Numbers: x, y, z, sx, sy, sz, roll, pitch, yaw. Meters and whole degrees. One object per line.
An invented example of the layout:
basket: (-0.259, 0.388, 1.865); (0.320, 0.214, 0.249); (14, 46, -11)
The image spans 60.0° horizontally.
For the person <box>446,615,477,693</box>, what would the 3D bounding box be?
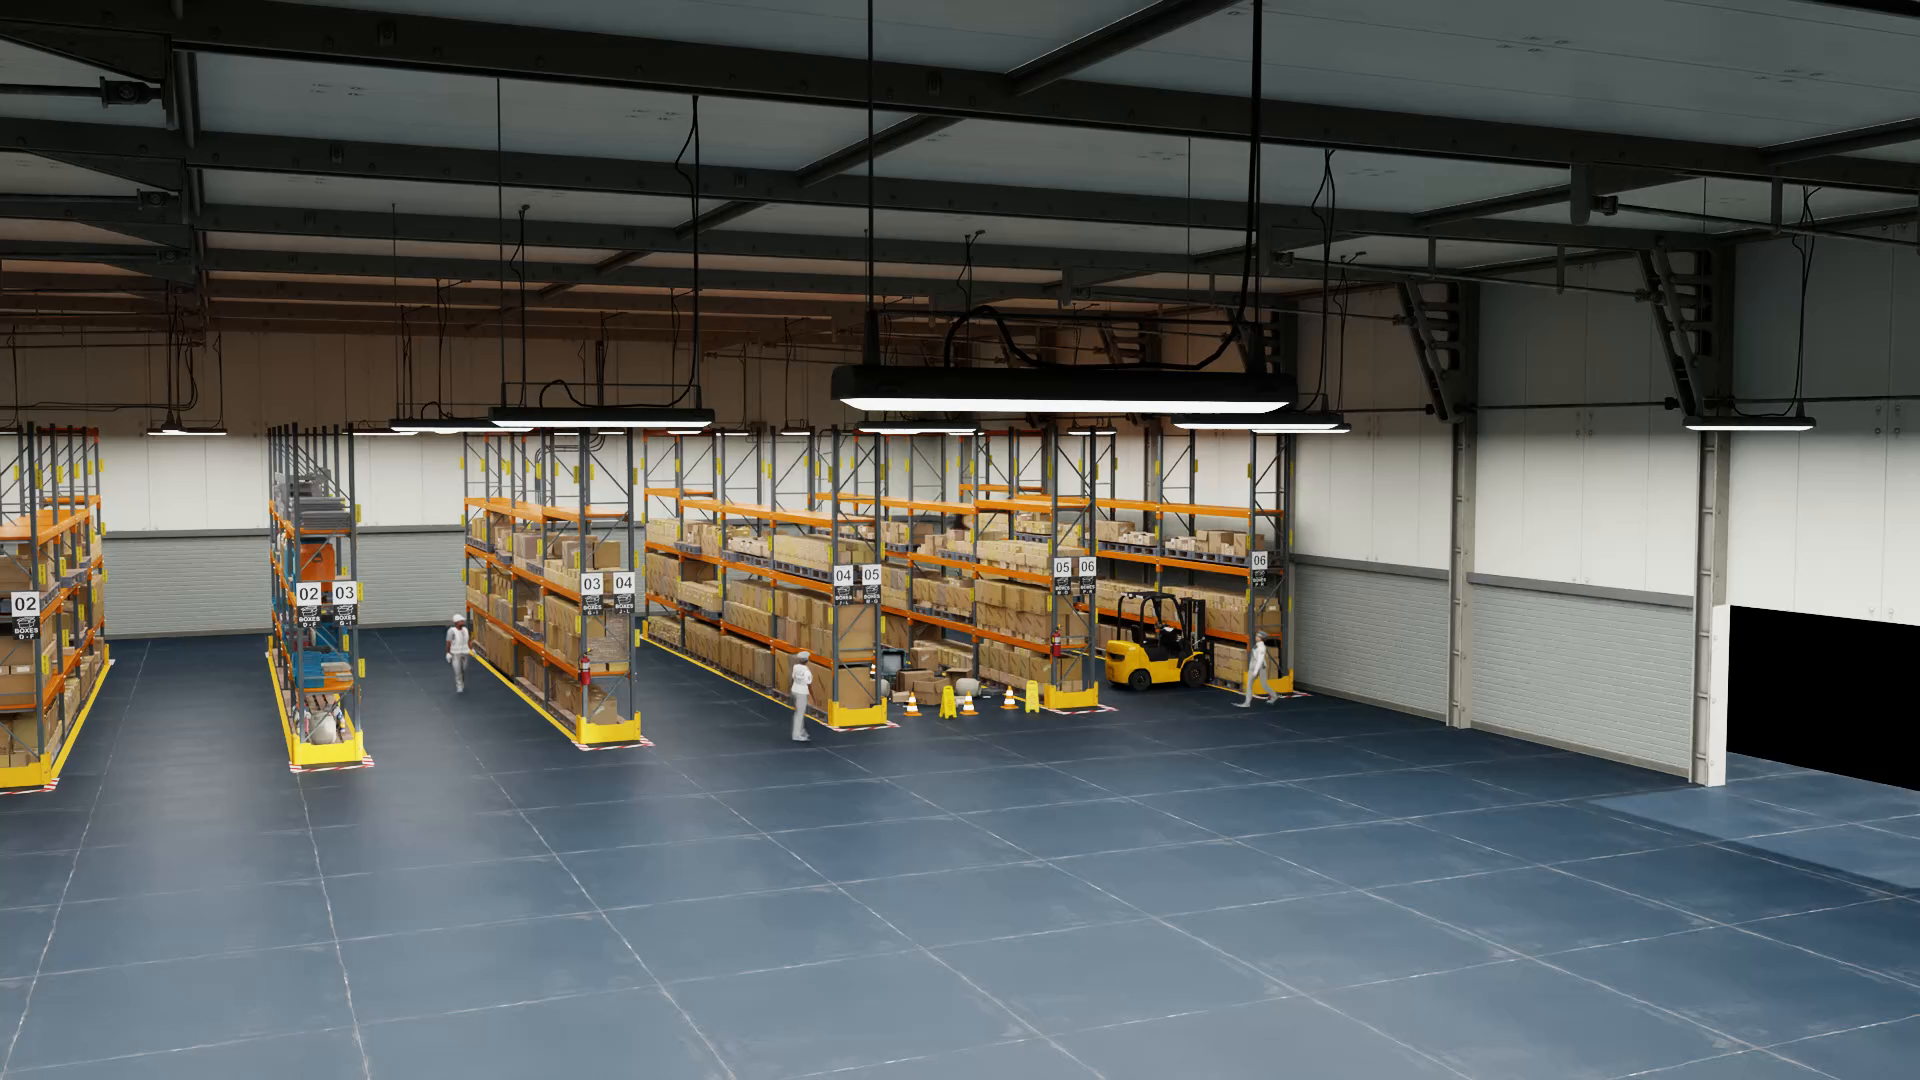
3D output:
person: (-11.212, 2.547, 37.403); (0.666, 1.729, 1.050); (-2, 4, -27)

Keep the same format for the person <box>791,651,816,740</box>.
person: (-3.017, 2.959, 31.679); (0.569, 1.702, 0.633); (-2, 4, -31)

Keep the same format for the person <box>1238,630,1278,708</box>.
person: (6.370, 2.729, 35.390); (0.957, 1.653, 0.436); (-3, 4, -38)
